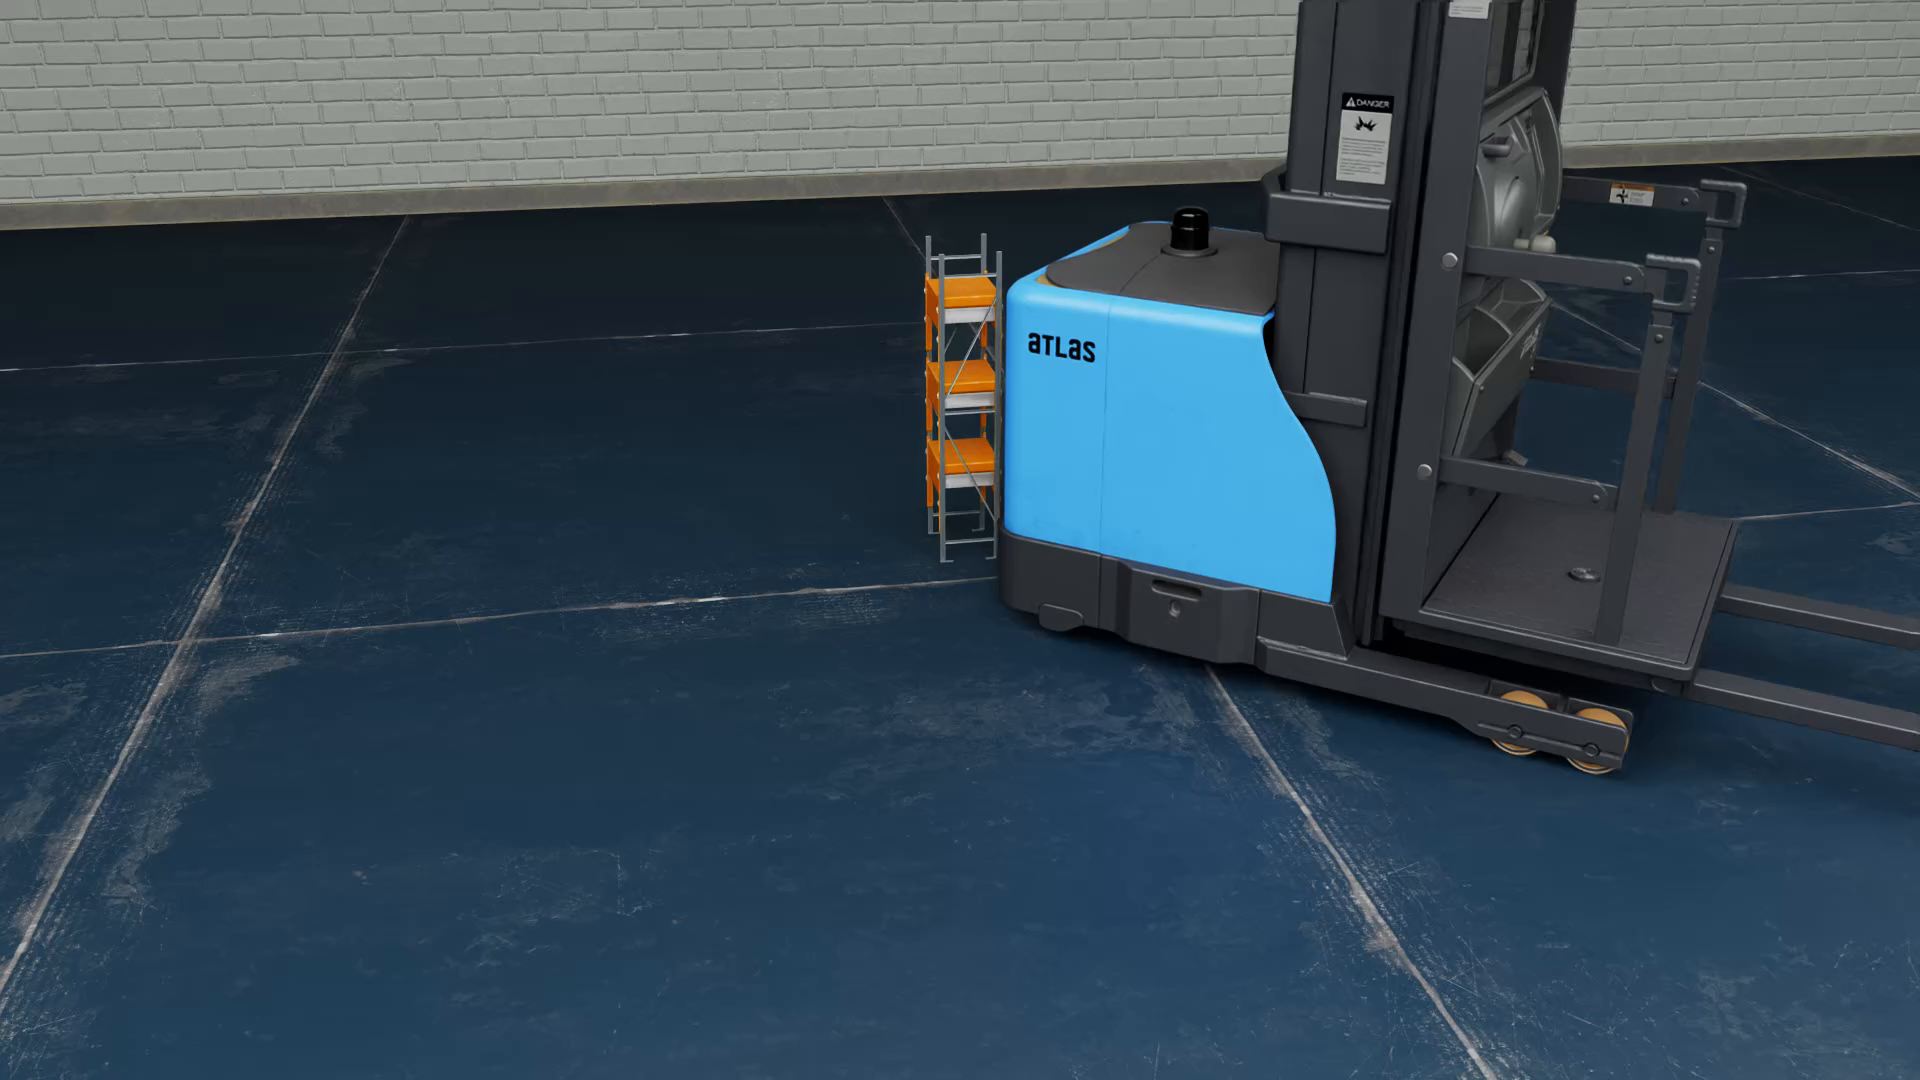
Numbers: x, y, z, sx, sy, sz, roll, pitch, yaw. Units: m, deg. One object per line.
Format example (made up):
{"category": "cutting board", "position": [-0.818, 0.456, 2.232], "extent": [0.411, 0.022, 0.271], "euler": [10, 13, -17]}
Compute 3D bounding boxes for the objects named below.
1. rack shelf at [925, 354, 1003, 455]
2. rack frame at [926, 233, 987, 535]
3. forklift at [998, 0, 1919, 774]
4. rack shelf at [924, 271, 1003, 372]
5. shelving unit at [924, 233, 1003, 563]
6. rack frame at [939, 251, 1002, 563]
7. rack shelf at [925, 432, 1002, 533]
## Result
{"category": "rack shelf", "position": [0.010, -0.450, 5.496], "extent": [0.215, 0.259, 0.240], "euler": [-4, 24, -10]}
{"category": "rack frame", "position": [-0.013, -0.508, 5.602], "extent": [0.200, 1.050, 0.008], "euler": [-4, 24, -10]}
{"category": "forklift", "position": [1.659, -0.975, 4.320], "extent": [3.031, 2.935, 1.130], "euler": [13, 27, 26]}
{"category": "rack shelf", "position": [0.010, -0.710, 5.382], "extent": [0.215, 0.259, 0.240], "euler": [-4, 24, -10]}
{"category": "shelving unit", "position": [0.010, -0.460, 5.492], "extent": [0.215, 1.050, 0.252], "euler": [-4, 24, -10]}
{"category": "rack frame", "position": [0.032, -0.412, 5.382], "extent": [0.200, 1.050, 0.008], "euler": [-4, 24, -10]}
{"category": "rack shelf", "position": [0.010, -0.196, 5.607], "extent": [0.215, 0.259, 0.240], "euler": [-4, 24, -10]}
